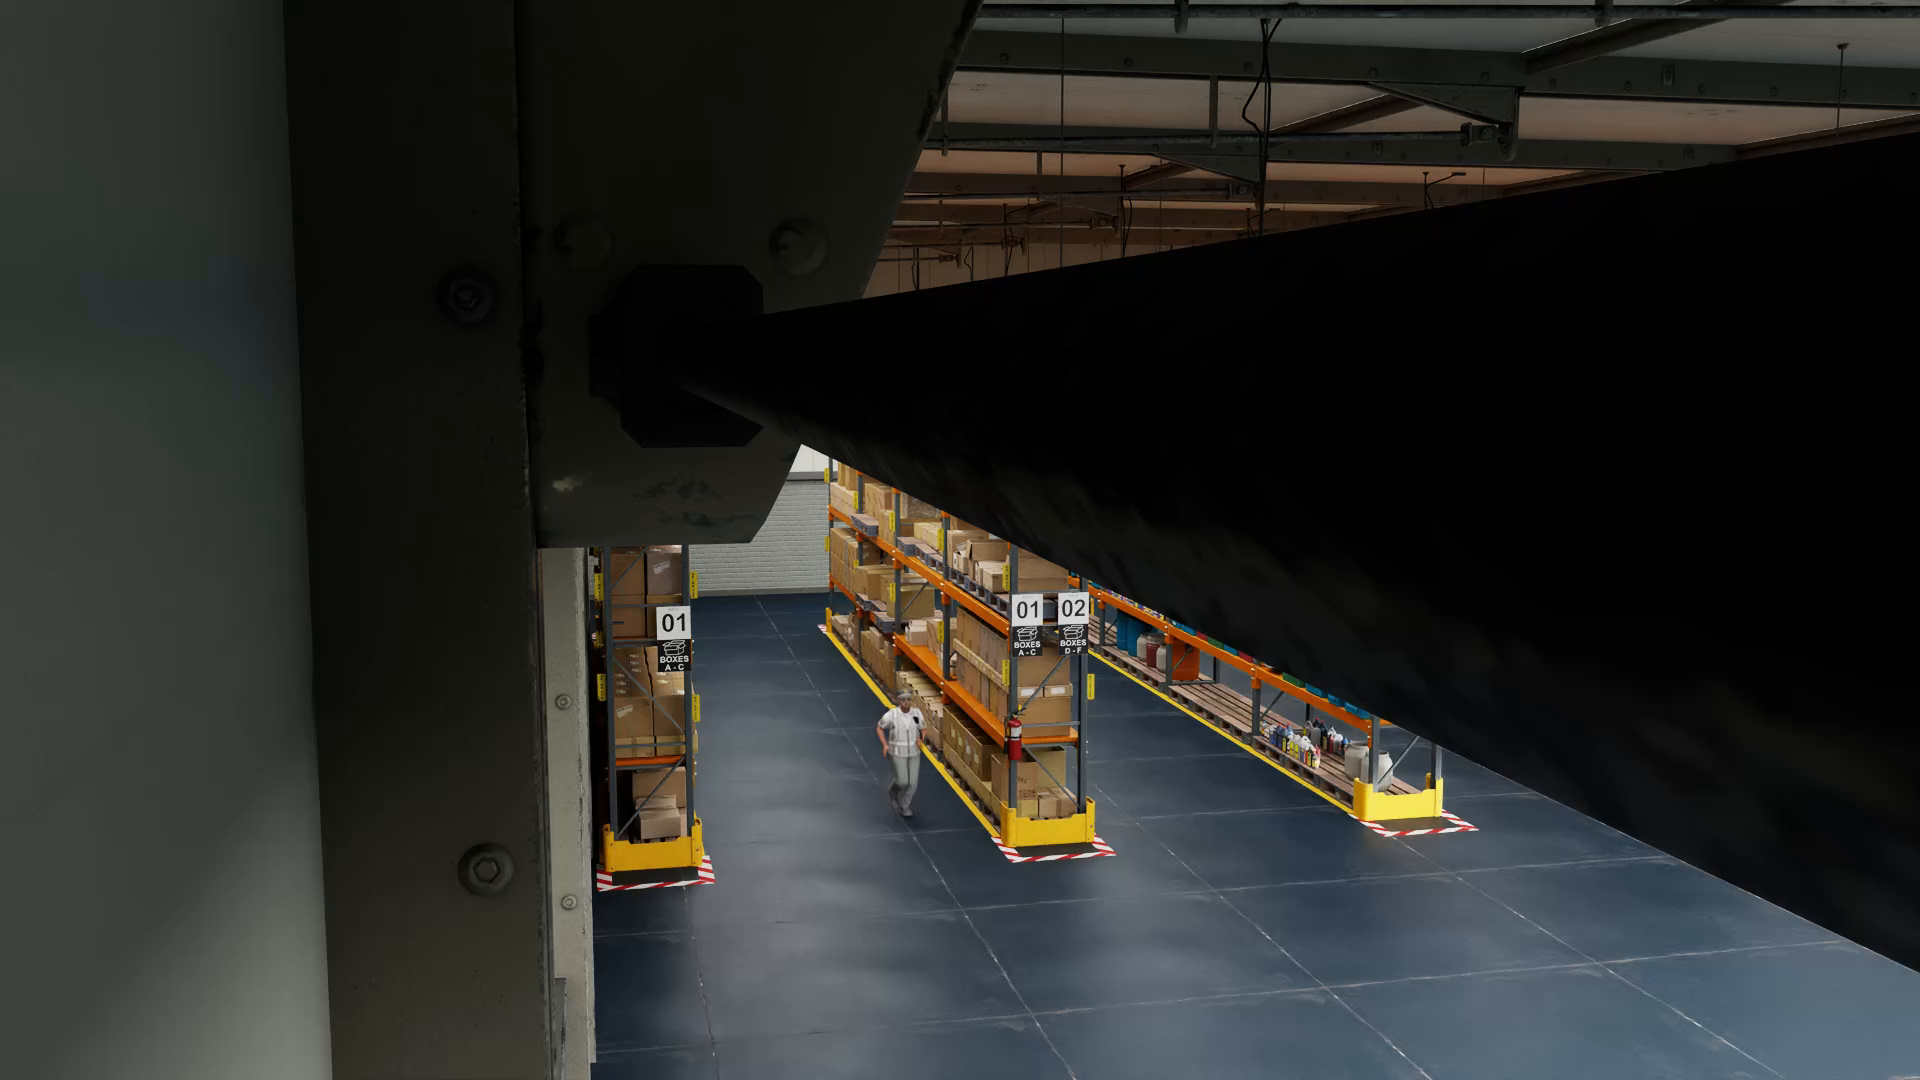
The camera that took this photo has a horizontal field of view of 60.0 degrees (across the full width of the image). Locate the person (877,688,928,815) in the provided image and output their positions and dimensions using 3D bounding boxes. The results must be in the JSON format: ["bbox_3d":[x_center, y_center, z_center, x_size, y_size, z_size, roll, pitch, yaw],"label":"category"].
[{"bbox_3d":[-0.723,2.837,22.181,0.664,1.734,0.590,-2,7,-19],"label":"person"}]
